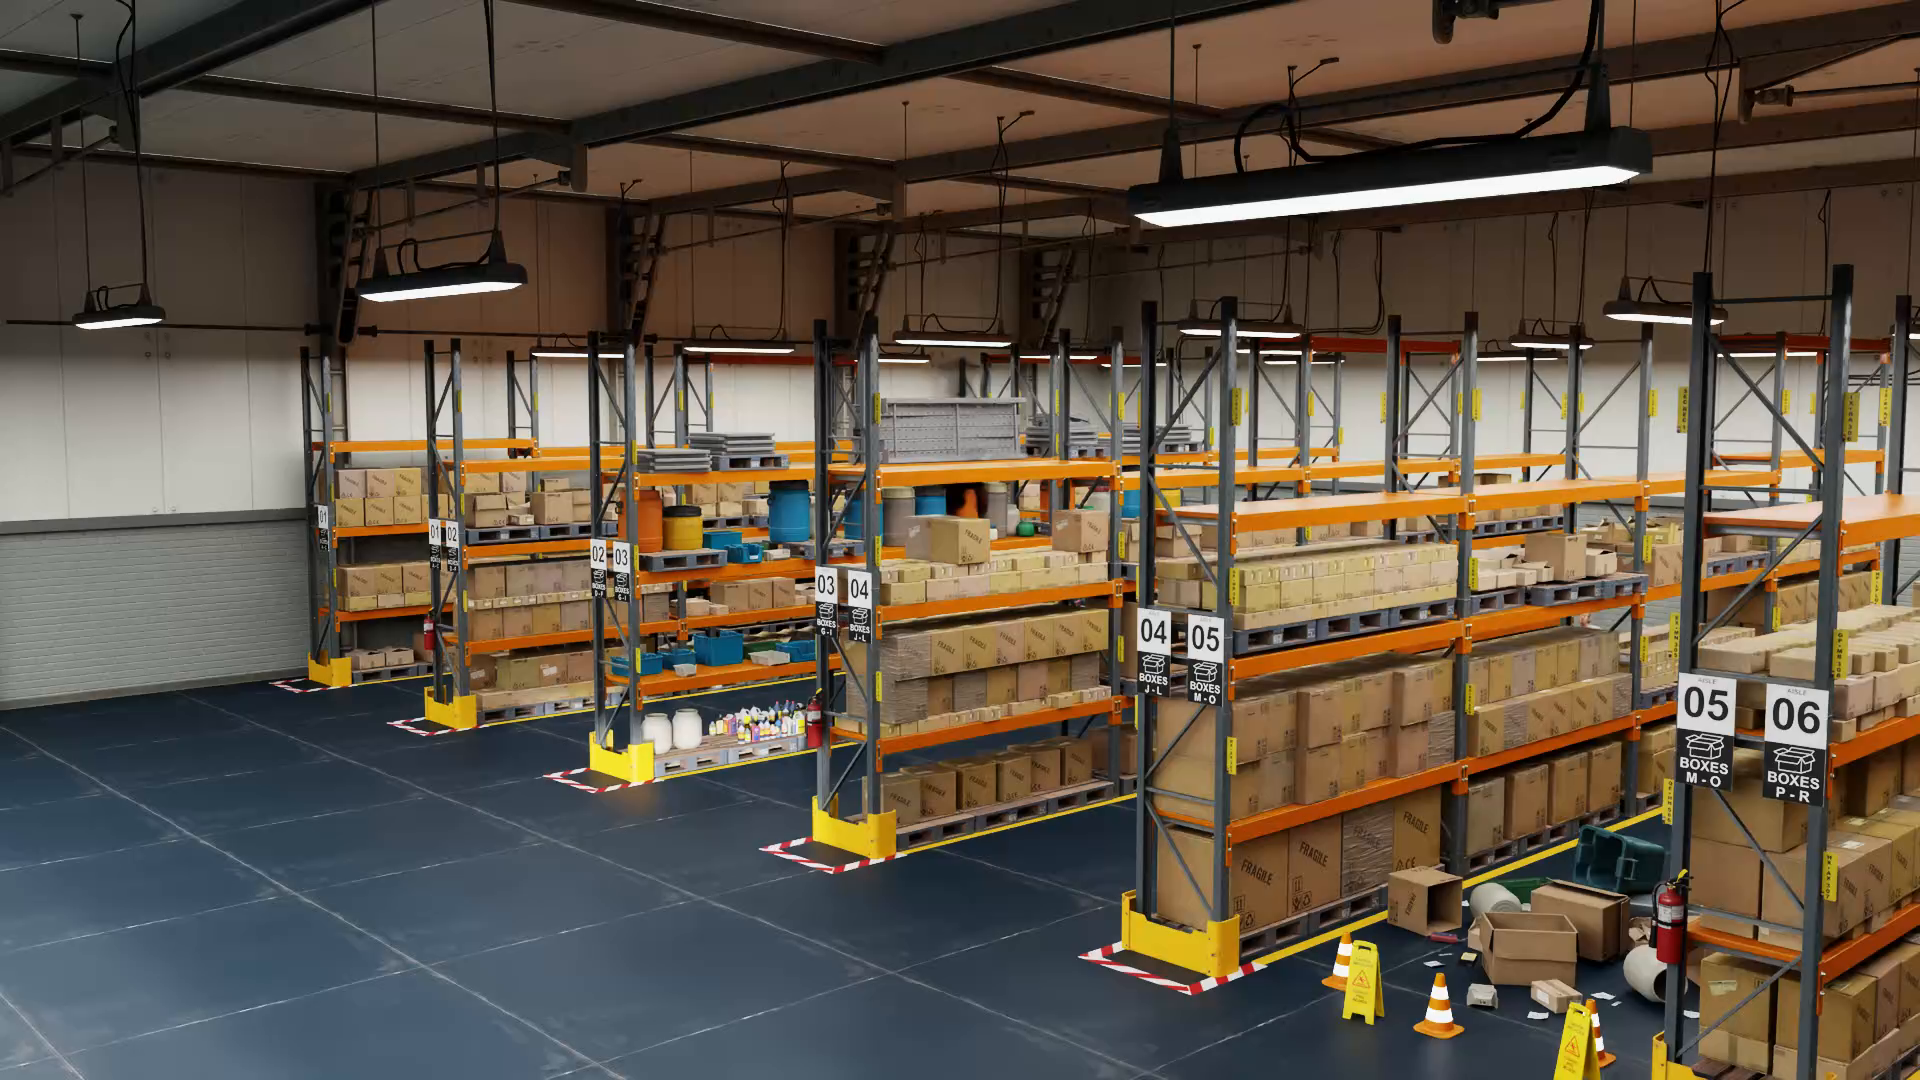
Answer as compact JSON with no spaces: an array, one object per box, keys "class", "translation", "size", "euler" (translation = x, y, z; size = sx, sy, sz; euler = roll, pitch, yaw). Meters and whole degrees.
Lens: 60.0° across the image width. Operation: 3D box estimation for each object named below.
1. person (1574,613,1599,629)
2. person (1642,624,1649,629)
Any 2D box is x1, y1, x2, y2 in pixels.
[{"class":"person","translation":[10.197,1.949,27.265],"size":[0.549,1.639,0.558],"euler":[5,7,43]},{"class":"person","translation":[10.418,2.130,25.321],"size":[0.760,1.715,0.557],"euler":[-4,6,-36]}]
